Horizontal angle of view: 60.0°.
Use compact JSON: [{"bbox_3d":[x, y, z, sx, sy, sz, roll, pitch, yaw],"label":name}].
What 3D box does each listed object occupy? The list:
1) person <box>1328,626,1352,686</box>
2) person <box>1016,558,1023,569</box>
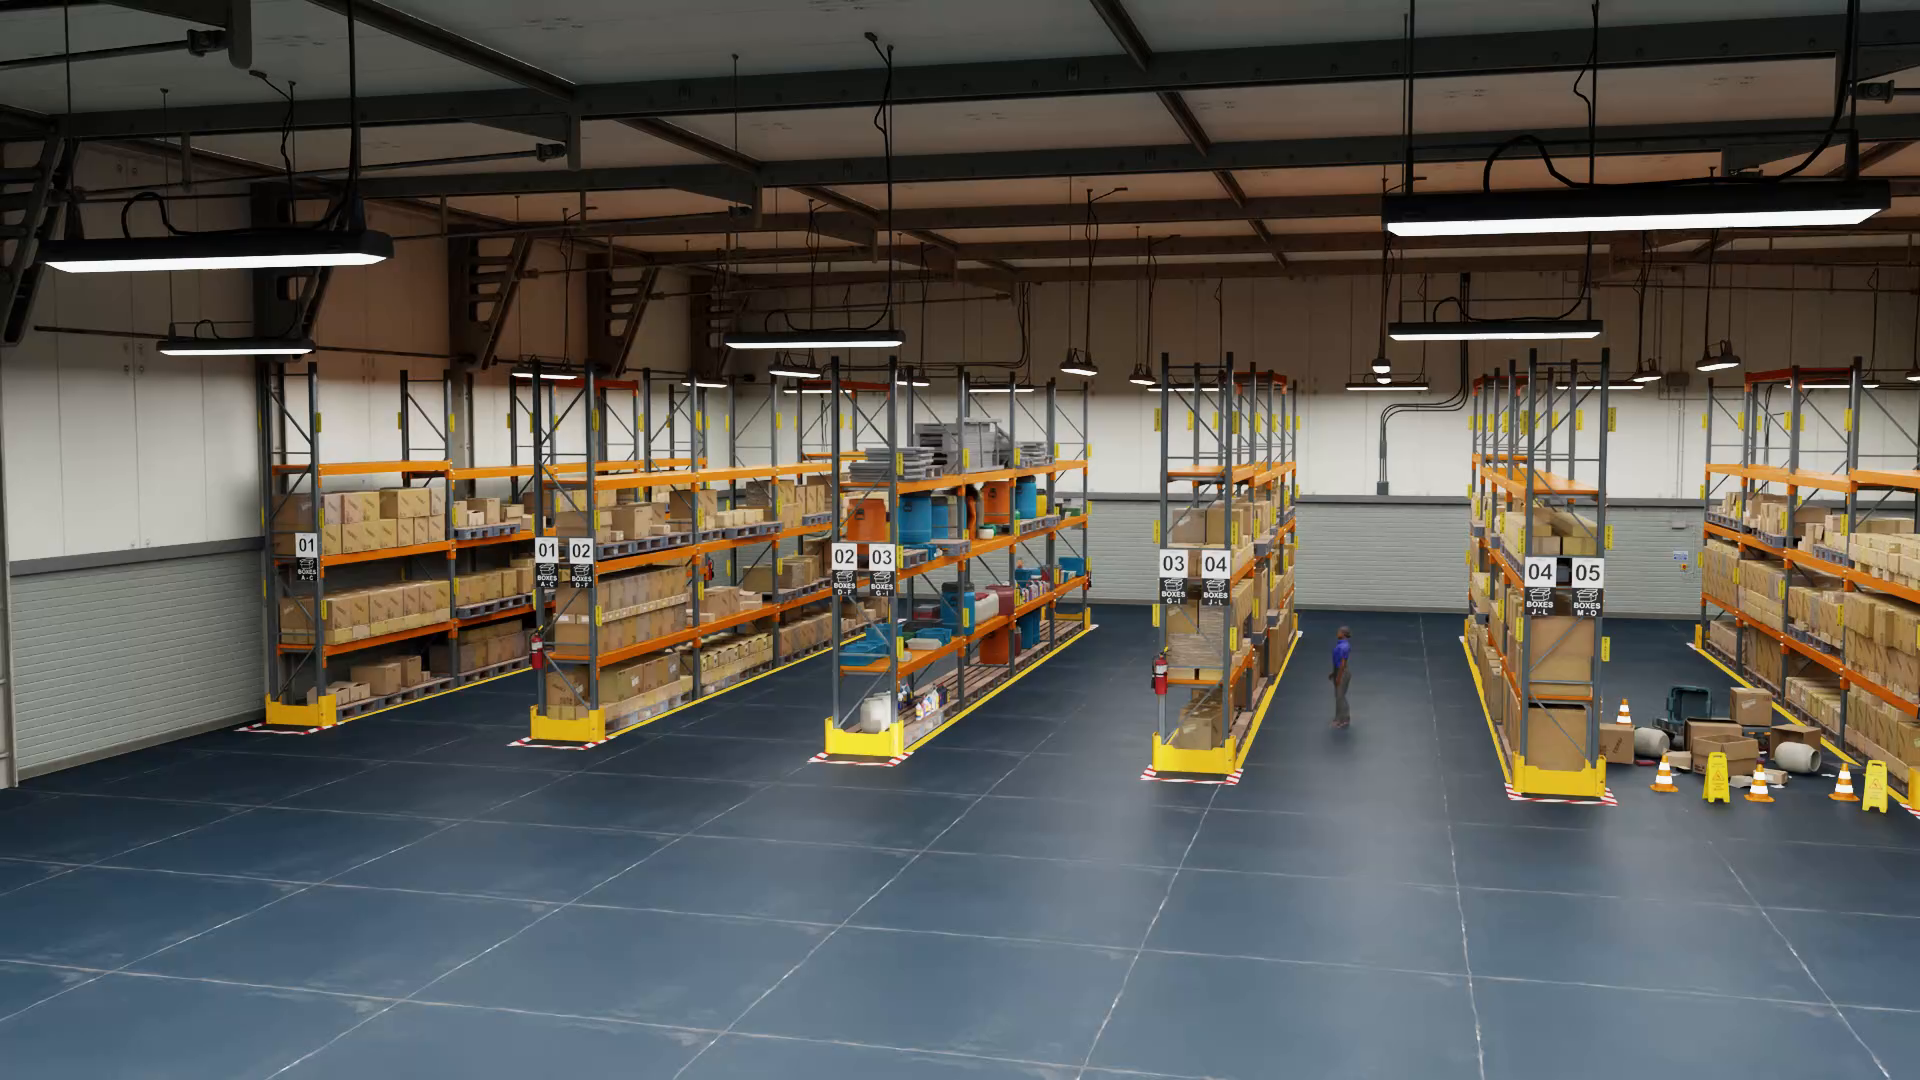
[{"bbox_3d":[6.293,1.903,27.433,0.321,0.981,0.465,-1,4,-9],"label":"person"},{"bbox_3d":[1.517,1.249,41.940,0.520,1.607,1.011,2,4,21],"label":"person"}]
